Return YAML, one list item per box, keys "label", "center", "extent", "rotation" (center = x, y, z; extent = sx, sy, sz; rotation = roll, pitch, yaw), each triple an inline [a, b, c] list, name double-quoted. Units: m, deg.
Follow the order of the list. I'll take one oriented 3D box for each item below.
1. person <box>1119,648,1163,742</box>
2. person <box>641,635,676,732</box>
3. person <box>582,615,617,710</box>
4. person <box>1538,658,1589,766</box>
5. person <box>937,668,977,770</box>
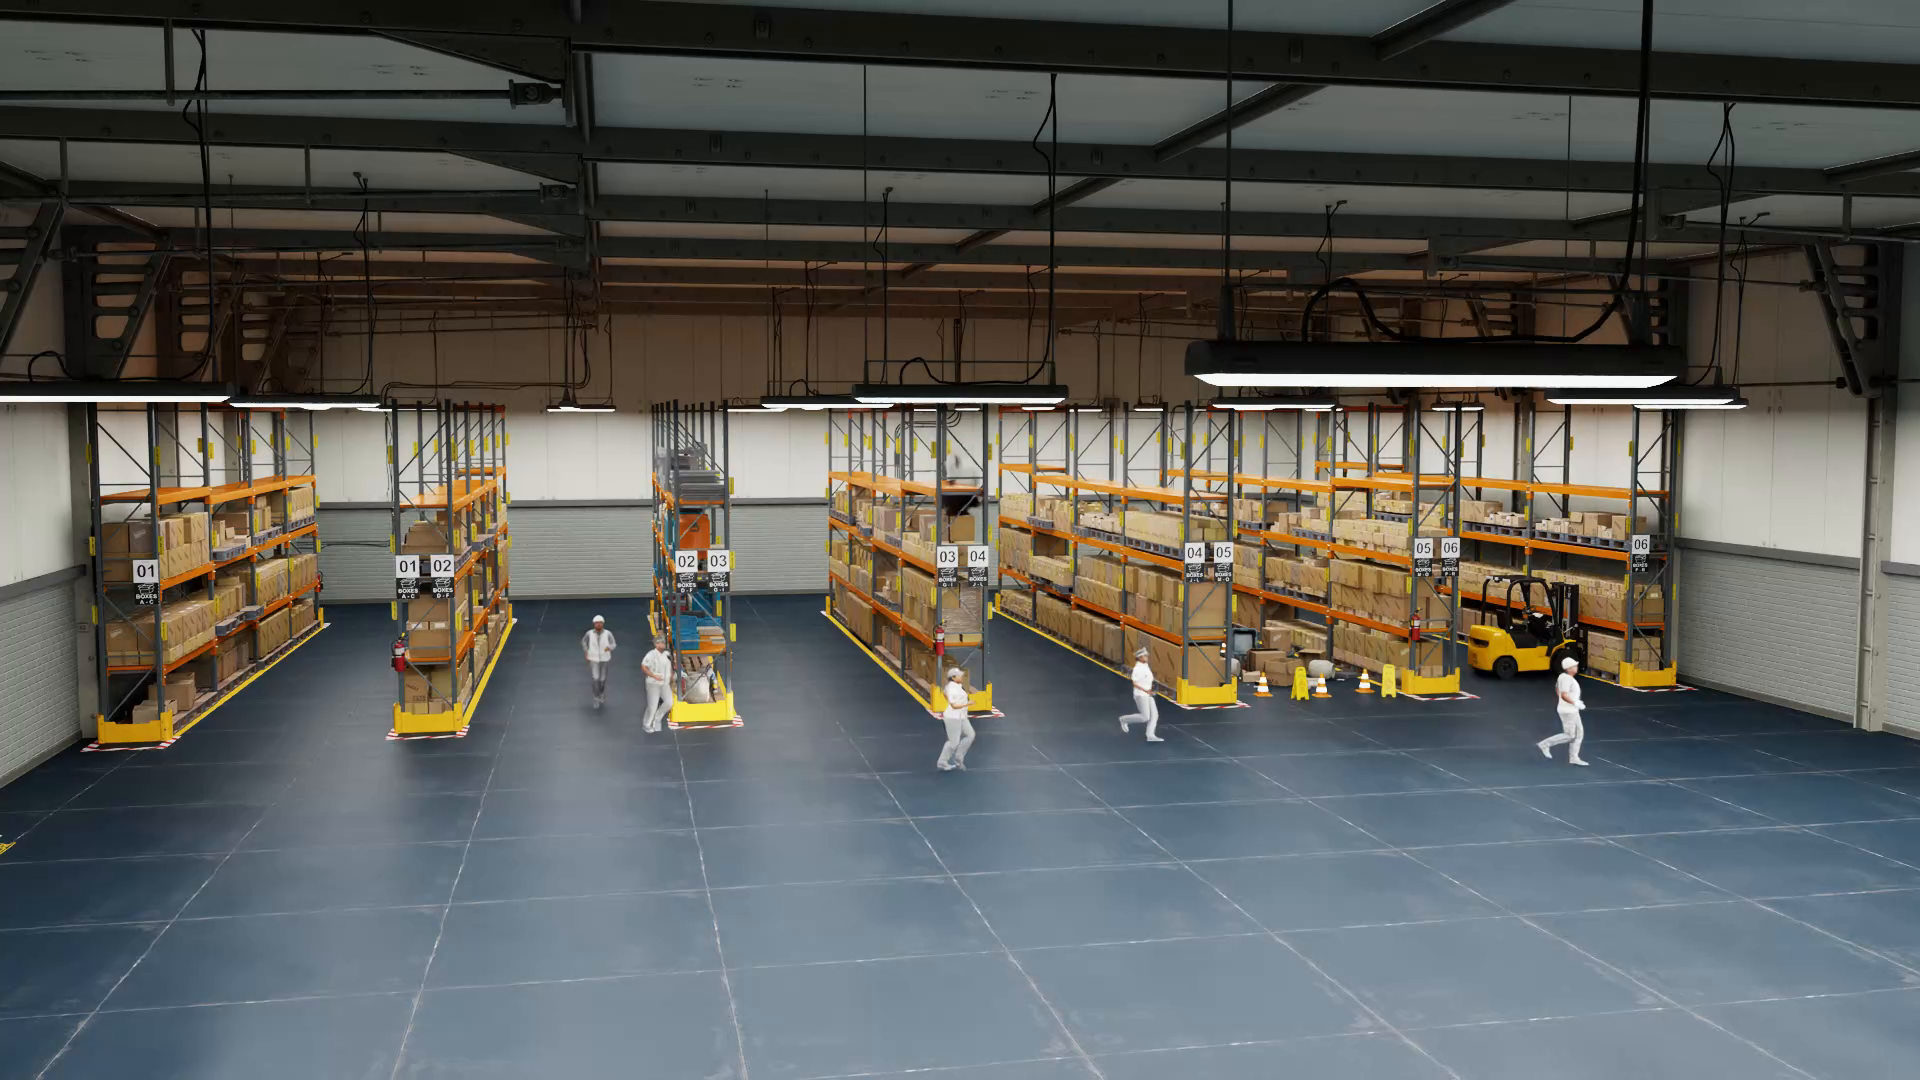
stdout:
- label: "person"
  center: [3.201, 2.704, 29.153]
  extent: [0.773, 1.653, 0.593]
  rotation: [2, 5, 25]
- label: "person"
  center: [-5.414, 2.593, 30.074]
  extent: [0.571, 1.750, 0.736]
  rotation: [4, 6, 44]
- label: "person"
  center: [-7.074, 2.382, 32.664]
  extent: [0.644, 1.823, 0.793]
  rotation: [-2, 5, -20]
- label: "person"
  center: [9.890, 2.803, 27.204]
  extent: [0.795, 1.764, 0.678]
  rotation: [2, 5, 23]
- label: "person"
  center: [-0.039, 2.893, 26.701]
  extent: [0.661, 1.695, 0.586]
  rotation: [1, 4, 11]
